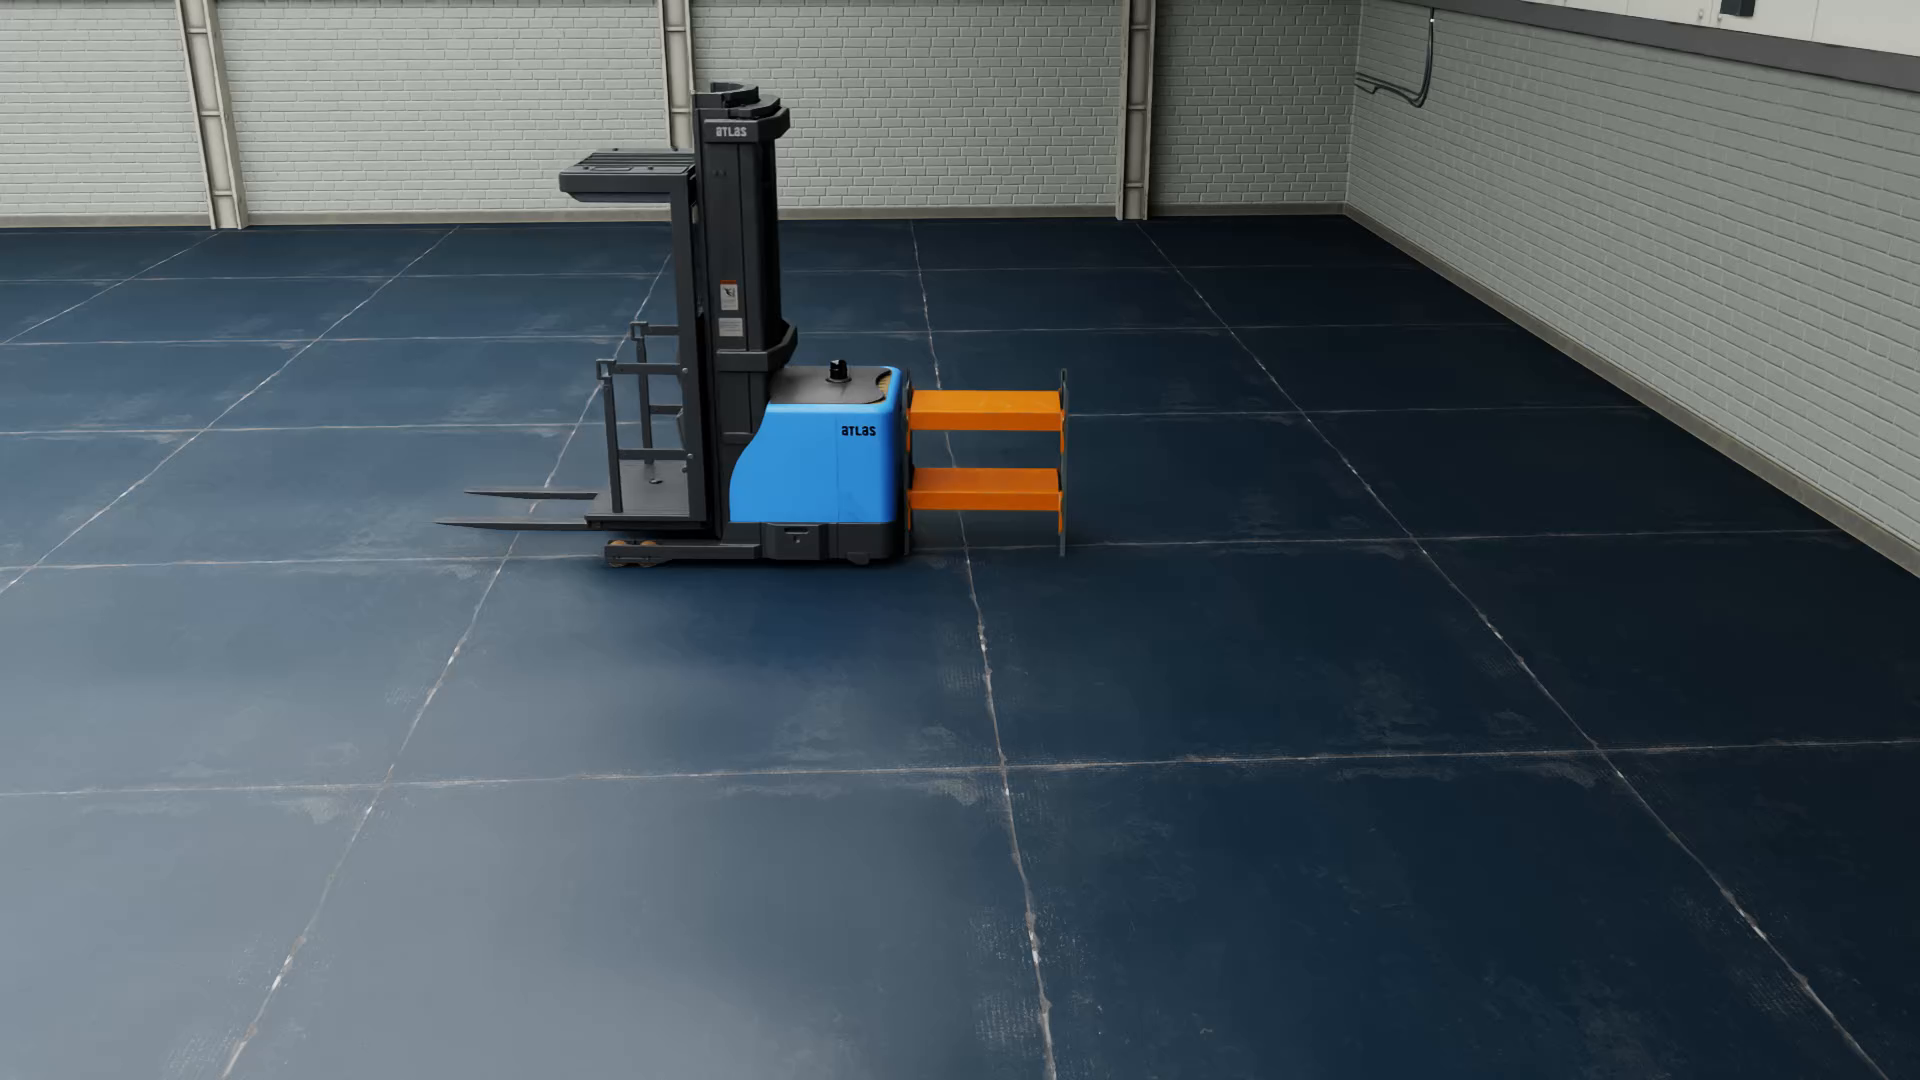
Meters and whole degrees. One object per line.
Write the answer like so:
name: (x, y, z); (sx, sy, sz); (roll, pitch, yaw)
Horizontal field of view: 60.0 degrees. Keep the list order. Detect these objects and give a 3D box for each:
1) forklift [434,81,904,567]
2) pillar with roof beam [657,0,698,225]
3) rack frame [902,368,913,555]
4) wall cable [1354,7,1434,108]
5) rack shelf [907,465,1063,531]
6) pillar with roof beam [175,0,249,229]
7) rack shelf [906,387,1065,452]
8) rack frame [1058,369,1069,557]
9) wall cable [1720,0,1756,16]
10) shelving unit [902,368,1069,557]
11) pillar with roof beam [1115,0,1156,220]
forklift: (-1.897, -1.382, 10.630); (3.031, 2.935, 1.130); (1, 21, 1)
pillar with roof beam: (-3.413, -6.939, 16.700); (0.400, 9.000, 9.100); (-1, 21, -3)
rack frame: (-0.340, -0.514, 10.890); (0.032, 1.125, 0.500); (1, 21, 1)
wall cable: (5.348, -6.729, 20.513); (0.112, 2.526, 3.097); (-1, 21, -3)
rack shelf: (0.168, -0.281, 10.965); (1.000, 0.278, 0.538); (1, 21, 1)
pillar with roof beam: (-9.403, -6.817, 16.380); (0.400, 9.000, 9.100); (-1, 21, -3)
rack shelf: (0.168, -0.783, 10.774); (1.000, 0.278, 0.538); (1, 21, 1)
rack frame: (0.676, -0.505, 10.866); (0.032, 1.125, 0.500); (1, 21, 1)
wall cable: (5.874, -6.397, 10.497); (0.169, 6.003, 2.305); (-1, 21, -3)
shelving unit: (0.168, -0.509, 10.878); (1.048, 1.125, 0.538); (1, 21, 1)
pillar with roof beam: (2.577, -7.061, 17.021); (0.400, 9.000, 9.100); (-1, 21, -3)
